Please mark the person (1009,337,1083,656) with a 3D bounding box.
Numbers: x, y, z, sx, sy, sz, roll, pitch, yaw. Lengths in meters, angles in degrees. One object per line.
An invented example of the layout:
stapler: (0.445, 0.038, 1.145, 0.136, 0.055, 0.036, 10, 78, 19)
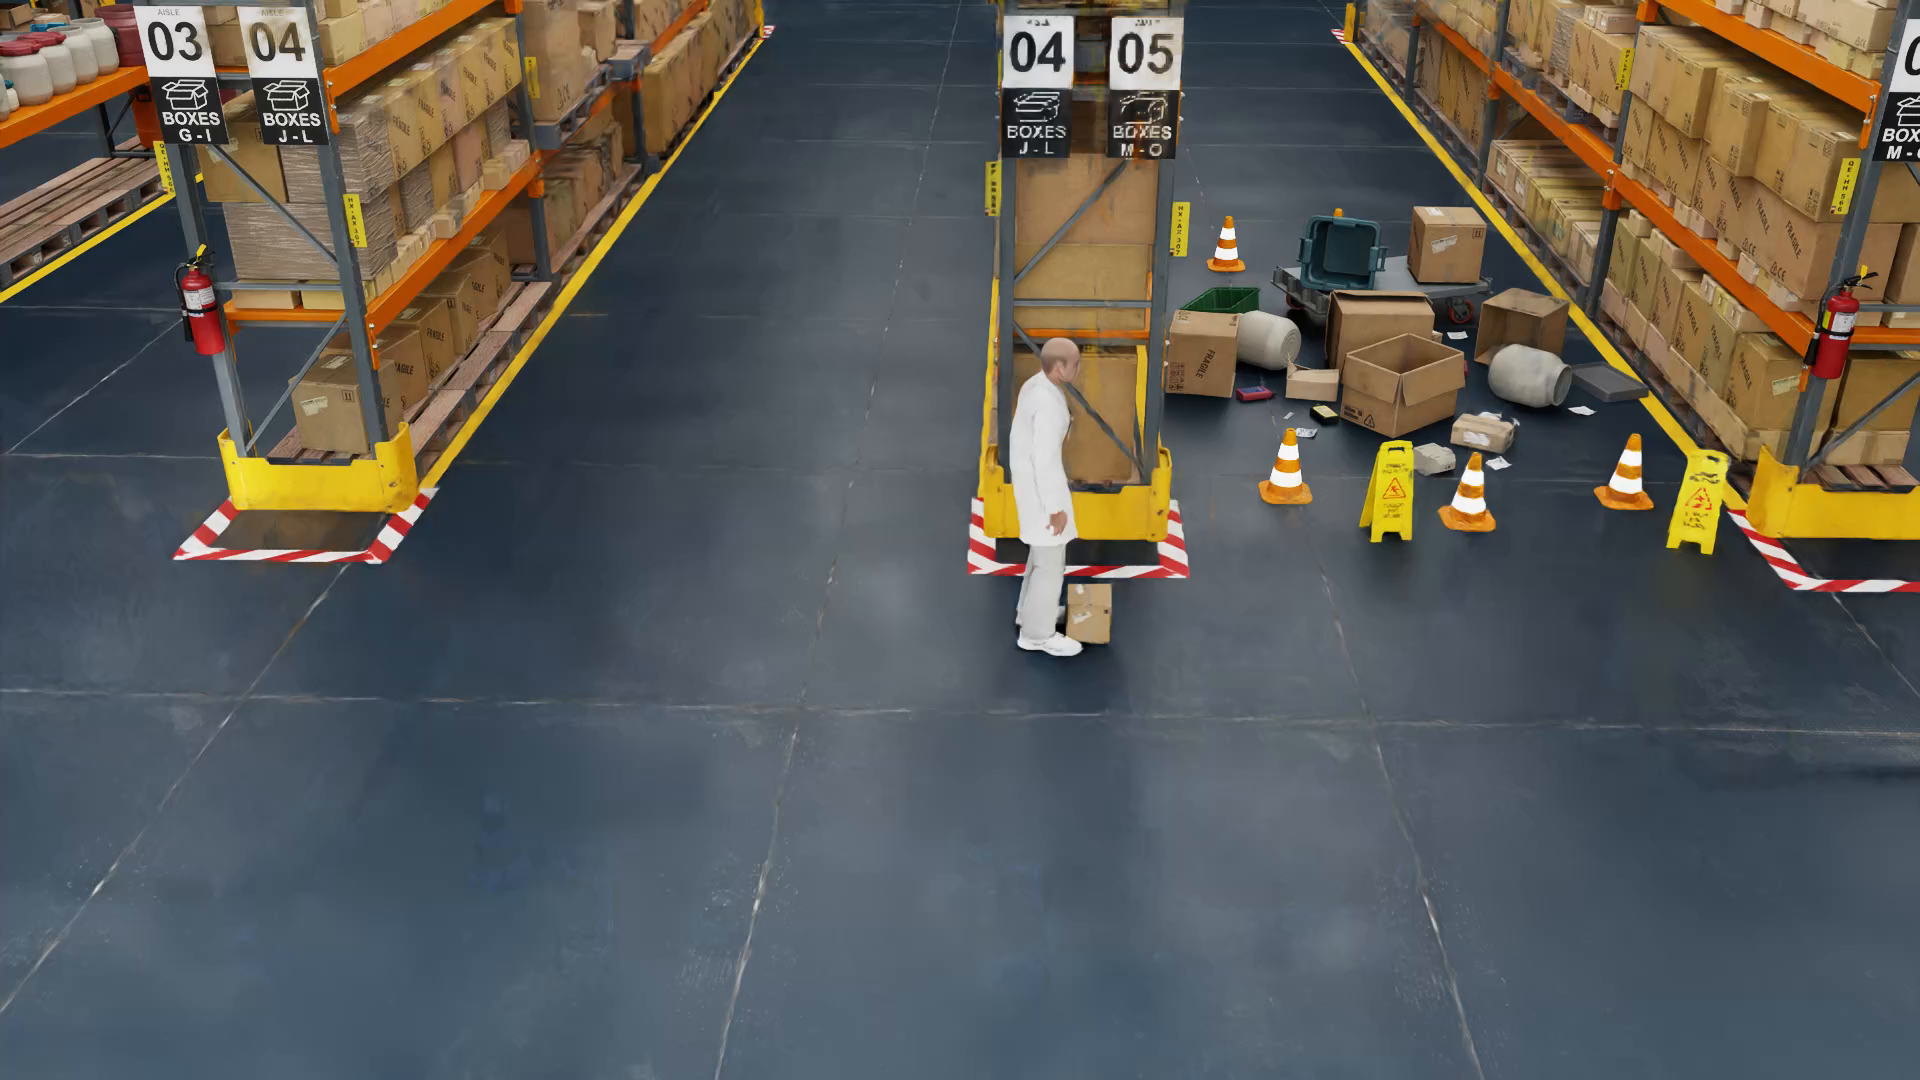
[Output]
person: (0.481, -0.264, 9.144, 0.429, 1.772, 0.647, -1, 28, -1)
